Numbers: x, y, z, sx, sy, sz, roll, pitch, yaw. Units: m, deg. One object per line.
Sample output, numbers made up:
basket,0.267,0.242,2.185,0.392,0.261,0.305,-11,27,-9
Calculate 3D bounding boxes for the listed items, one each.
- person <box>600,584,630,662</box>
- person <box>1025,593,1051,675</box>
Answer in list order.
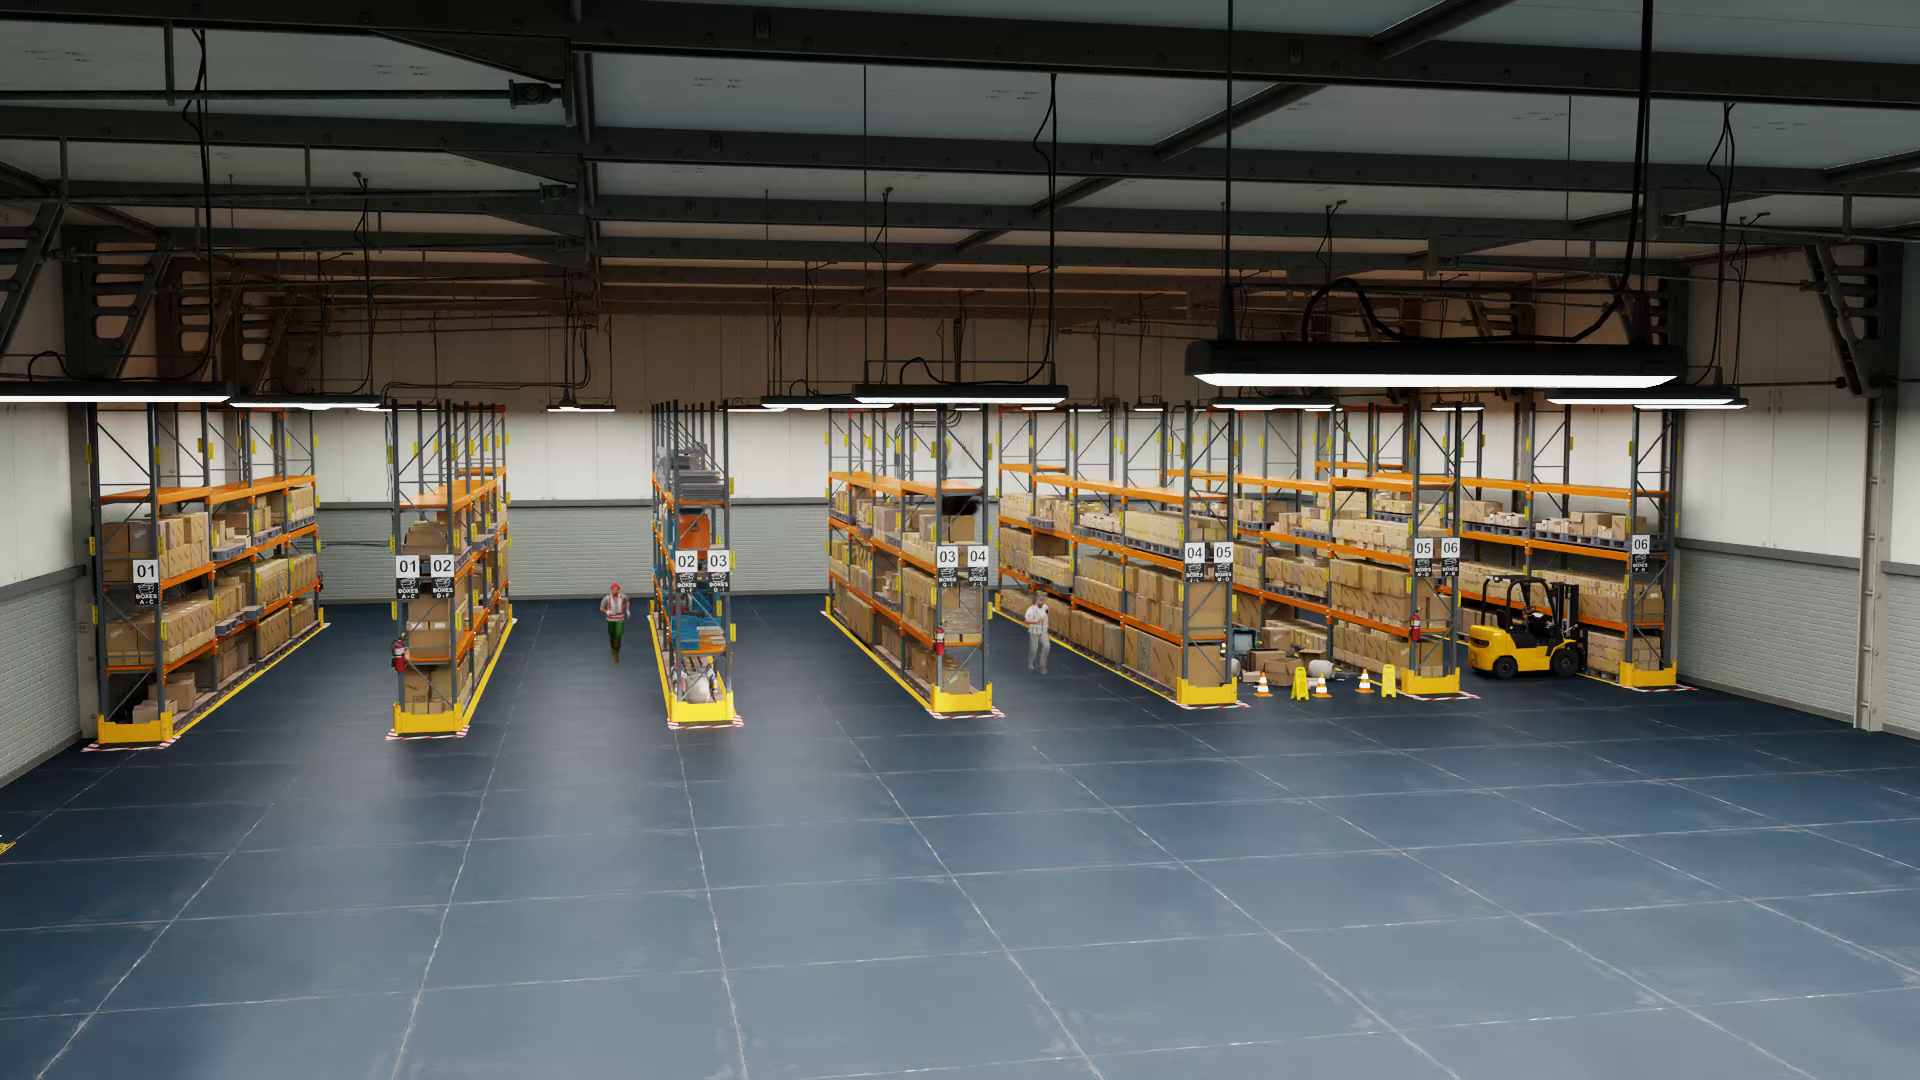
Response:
person,-8.065,1.899,38.884,0.687,1.796,1.037,-1,4,-16
person,1.728,2.076,36.886,0.687,1.831,0.876,-2,5,-23
